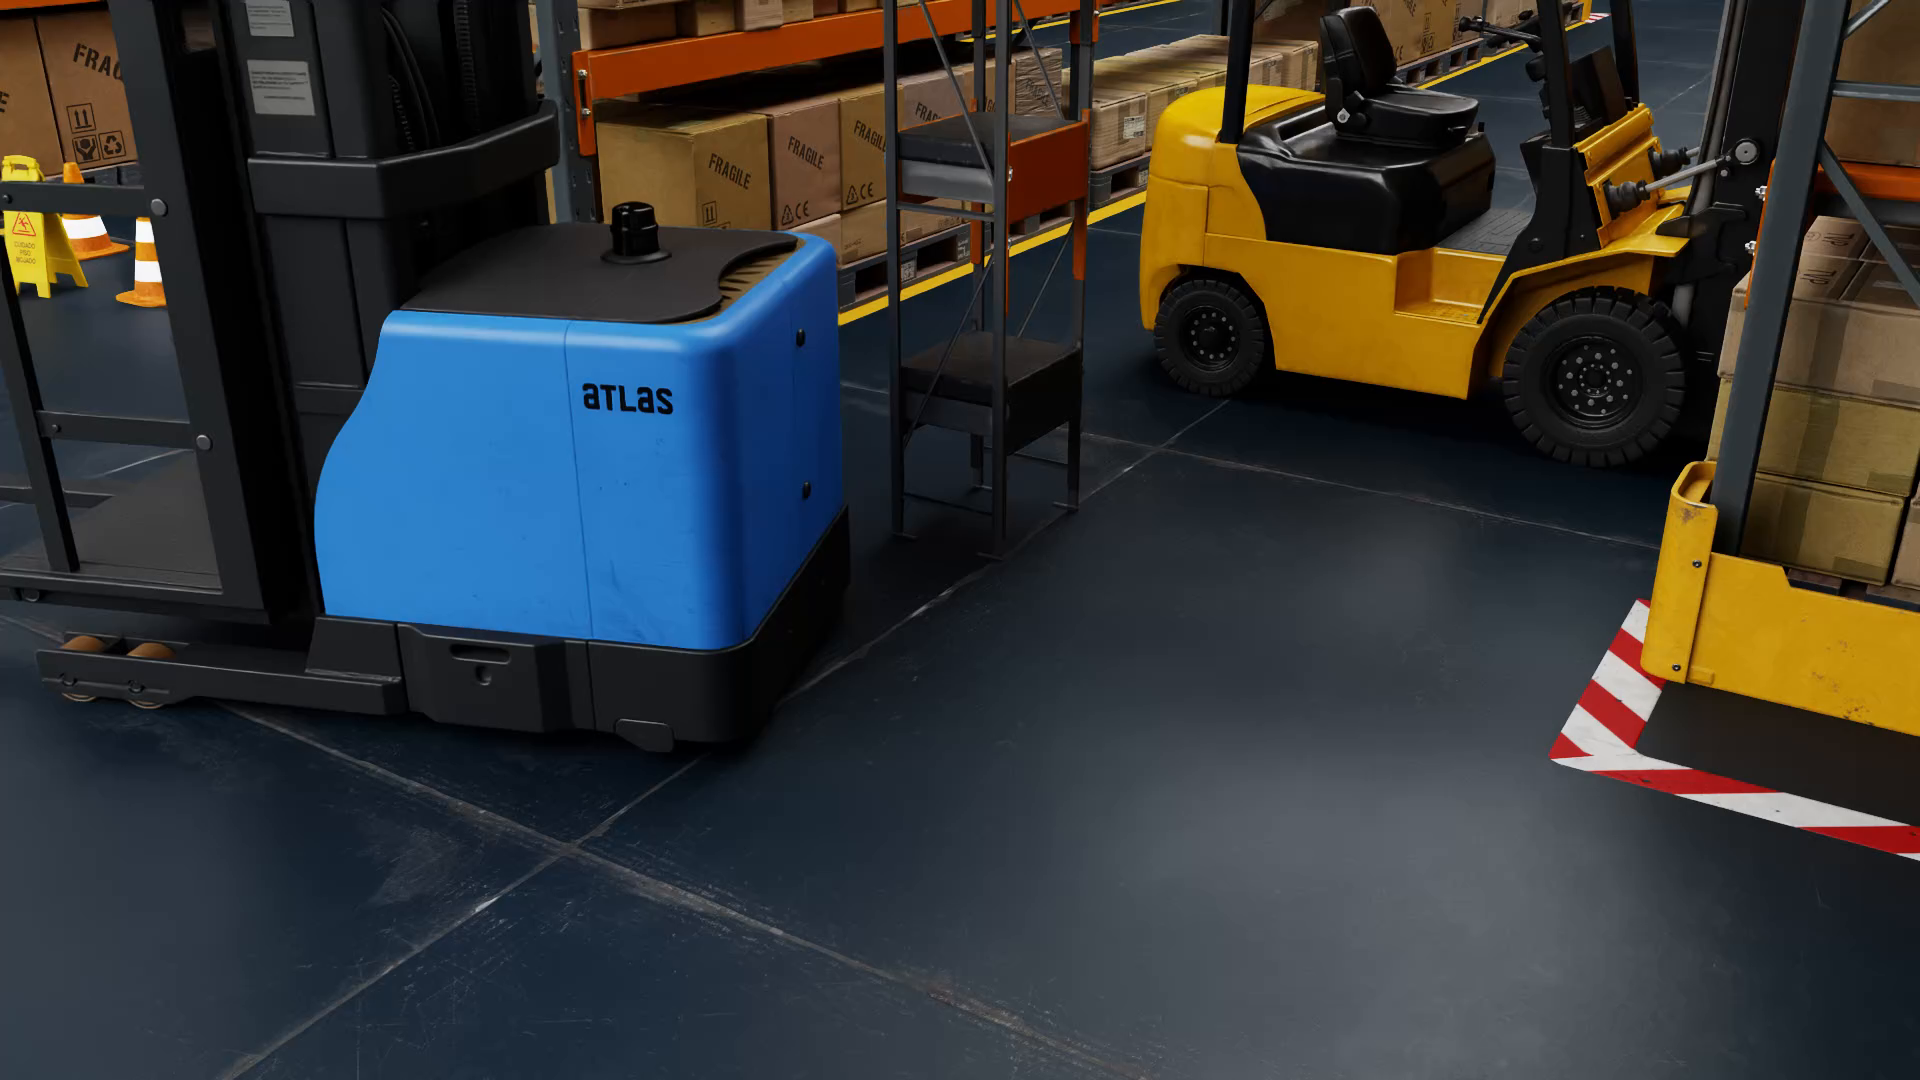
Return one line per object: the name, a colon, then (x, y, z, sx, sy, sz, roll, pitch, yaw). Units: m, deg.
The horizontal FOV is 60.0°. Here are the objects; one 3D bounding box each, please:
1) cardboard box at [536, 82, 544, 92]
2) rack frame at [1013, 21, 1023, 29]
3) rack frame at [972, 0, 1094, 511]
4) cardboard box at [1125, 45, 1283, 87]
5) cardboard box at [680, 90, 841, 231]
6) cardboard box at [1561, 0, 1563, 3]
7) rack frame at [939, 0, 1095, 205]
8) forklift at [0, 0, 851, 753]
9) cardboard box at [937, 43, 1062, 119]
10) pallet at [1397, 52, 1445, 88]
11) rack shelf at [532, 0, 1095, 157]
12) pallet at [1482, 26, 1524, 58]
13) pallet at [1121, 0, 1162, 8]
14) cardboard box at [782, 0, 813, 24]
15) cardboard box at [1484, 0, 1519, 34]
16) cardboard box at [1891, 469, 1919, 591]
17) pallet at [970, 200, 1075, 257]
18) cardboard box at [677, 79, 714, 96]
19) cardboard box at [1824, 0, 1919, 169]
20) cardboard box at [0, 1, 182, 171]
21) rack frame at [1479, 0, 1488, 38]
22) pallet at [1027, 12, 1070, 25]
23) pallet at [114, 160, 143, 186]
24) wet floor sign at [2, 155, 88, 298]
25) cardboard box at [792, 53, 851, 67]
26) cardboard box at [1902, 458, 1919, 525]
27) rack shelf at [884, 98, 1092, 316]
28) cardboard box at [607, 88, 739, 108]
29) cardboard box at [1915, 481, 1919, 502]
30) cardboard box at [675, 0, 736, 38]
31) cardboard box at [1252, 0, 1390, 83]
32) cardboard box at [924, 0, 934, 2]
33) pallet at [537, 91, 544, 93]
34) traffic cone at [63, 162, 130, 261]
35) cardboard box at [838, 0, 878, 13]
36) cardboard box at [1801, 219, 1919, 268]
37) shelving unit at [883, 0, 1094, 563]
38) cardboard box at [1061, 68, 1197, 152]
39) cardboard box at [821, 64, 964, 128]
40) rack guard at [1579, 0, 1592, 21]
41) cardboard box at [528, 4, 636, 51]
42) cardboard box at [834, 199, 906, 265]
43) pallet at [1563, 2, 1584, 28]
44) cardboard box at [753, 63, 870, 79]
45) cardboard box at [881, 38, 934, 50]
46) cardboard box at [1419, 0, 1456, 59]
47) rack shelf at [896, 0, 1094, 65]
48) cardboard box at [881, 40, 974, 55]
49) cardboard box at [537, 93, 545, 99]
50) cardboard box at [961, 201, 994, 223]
cardboard box: (-3.714, -3.749, 12.438, 1.050, 0.750, 0.750, 14, 27, 29)
rack frame: (0.255, -7.061, 17.784, 1.000, 3.000, 0.127, 14, 27, 29)
rack frame: (0.216, -1.102, 5.152, 0.400, 2.100, 0.015, 14, 27, 29)
cardboard box: (1.715, -3.255, 11.772, 0.950, 0.372, 0.625, 13, 27, 28)
cardboard box: (-0.872, -1.682, 7.349, 0.500, 0.500, 0.500, 13, 26, 27)
cardboard box: (5.885, -5.870, 17.731, 0.875, 0.438, 0.875, 15, 27, 30)
rack frame: (0.293, -3.357, 9.230, 1.000, 3.000, 0.127, 14, 27, 29)
forklift: (-1.886, -1.112, 4.129, 3.031, 2.935, 1.130, 5, 24, 10)
cardboard box: (0.209, -2.377, 8.953, 0.500, 0.500, 0.500, 13, 27, 28)
pallet: (3.528, -4.088, 14.428, 1.003, 0.211, 1.213, 14, 27, 29)
rack shelf: (-0.762, -2.352, 7.814, 1.077, 0.370, 4.000, 14, 27, 29)
pallet: (4.981, -5.018, 16.576, 1.003, 0.211, 1.213, 14, 27, 29)
pallet: (1.866, -6.839, 20.781, 1.003, 0.211, 1.213, 14, 27, 29)
cardboard box: (-0.851, -2.294, 7.091, 0.380, 0.149, 0.250, 15, 27, 30)
cardboard box: (4.936, -5.264, 16.330, 0.875, 0.438, 0.875, 13, 27, 28)
cardboard box: (2.828, -0.024, 4.463, 0.500, 0.250, 0.500, 14, 27, 29)
pallet: (-0.031, -1.844, 9.243, 1.003, 0.211, 1.213, 14, 27, 29)
cardboard box: (-1.344, -2.127, 7.560, 0.380, 0.149, 0.250, 14, 27, 30)
cardboard box: (2.439, -1.235, 4.202, 0.500, 0.500, 0.500, 13, 27, 28)
cardboard box: (-5.311, -2.768, 10.015, 0.875, 0.875, 0.875, 13, 27, 28)
rack frame: (4.513, -6.058, 15.467, 1.000, 3.000, 0.127, 14, 27, 29)
pallet: (0.579, -6.015, 18.879, 1.003, 0.211, 1.213, 14, 27, 29)
pallet: (-5.075, -2.427, 10.591, 1.003, 0.211, 1.213, 14, 27, 29)
wet floor sign: (-4.408, -1.505, 7.915, 0.267, 0.644, 0.232, 9, 25, 20)
cardboard box: (-0.773, -2.493, 8.404, 0.380, 0.149, 0.250, 16, 28, 32)
cardboard box: (2.652, -0.290, 5.077, 0.500, 0.250, 0.500, 14, 27, 29)
rack shelf: (0.087, -1.007, 4.967, 0.431, 0.518, 0.480, 14, 27, 29)
cardboard box: (-1.343, -1.784, 7.585, 0.500, 0.500, 0.500, 15, 28, 31)
cardboard box: (2.827, -0.244, 4.341, 0.500, 0.250, 0.500, 14, 27, 30)
cardboard box: (-1.131, -2.124, 6.697, 0.380, 0.149, 0.250, 13, 27, 27)
cardboard box: (2.838, -4.141, 13.185, 0.875, 0.875, 0.875, 14, 27, 28)
cardboard box: (-0.311, -2.646, 7.903, 0.380, 0.149, 0.250, 13, 27, 28)
pallet: (-3.622, -3.357, 12.739, 1.003, 0.211, 1.213, 14, 27, 29)
traffic cone: (-4.589, -1.728, 8.659, 0.336, 0.463, 0.334, 14, 27, 29)
cardboard box: (-0.598, -2.479, 7.517, 0.380, 0.149, 0.250, 13, 27, 28)
cardboard box: (2.645, -0.753, 4.887, 0.500, 0.250, 0.500, 14, 27, 30)
shelving unit: (0.087, -1.019, 4.962, 0.431, 2.100, 0.503, 14, 27, 29)
cardboard box: (0.944, -2.765, 10.641, 0.950, 0.372, 0.625, 16, 28, 32)
cardboard box: (-0.326, -2.032, 8.157, 0.500, 0.500, 0.500, 15, 28, 32)
rack guard: (6.636, -6.269, 19.101, 1.175, 0.500, 0.348, 14, 27, 29)
cardboard box: (-1.461, -1.963, 6.326, 0.380, 0.149, 0.250, 14, 27, 29)
cardboard box: (-0.603, -1.510, 7.895, 0.500, 0.250, 0.500, 16, 28, 32)
pallet: (6.268, -5.842, 18.478, 1.003, 0.211, 1.213, 14, 27, 29)
cardboard box: (-0.794, -2.132, 8.388, 0.500, 0.500, 0.500, 15, 28, 32)
cardboard box: (-0.364, -2.758, 9.017, 0.380, 0.149, 0.250, 14, 27, 30)
cardboard box: (3.784, -4.743, 14.576, 0.875, 0.875, 0.875, 15, 27, 30)
rack shelf: (0.087, -1.649, 4.689, 0.431, 0.518, 0.480, 14, 27, 29)
cardboard box: (-0.247, -2.490, 9.214, 0.500, 0.500, 0.500, 15, 28, 31)
cardboard box: (-2.555, -2.365, 9.908, 0.797, 0.637, 0.503, 14, 27, 29)
cardboard box: (-0.062, -1.851, 8.682, 0.500, 0.250, 0.500, 13, 27, 28)
